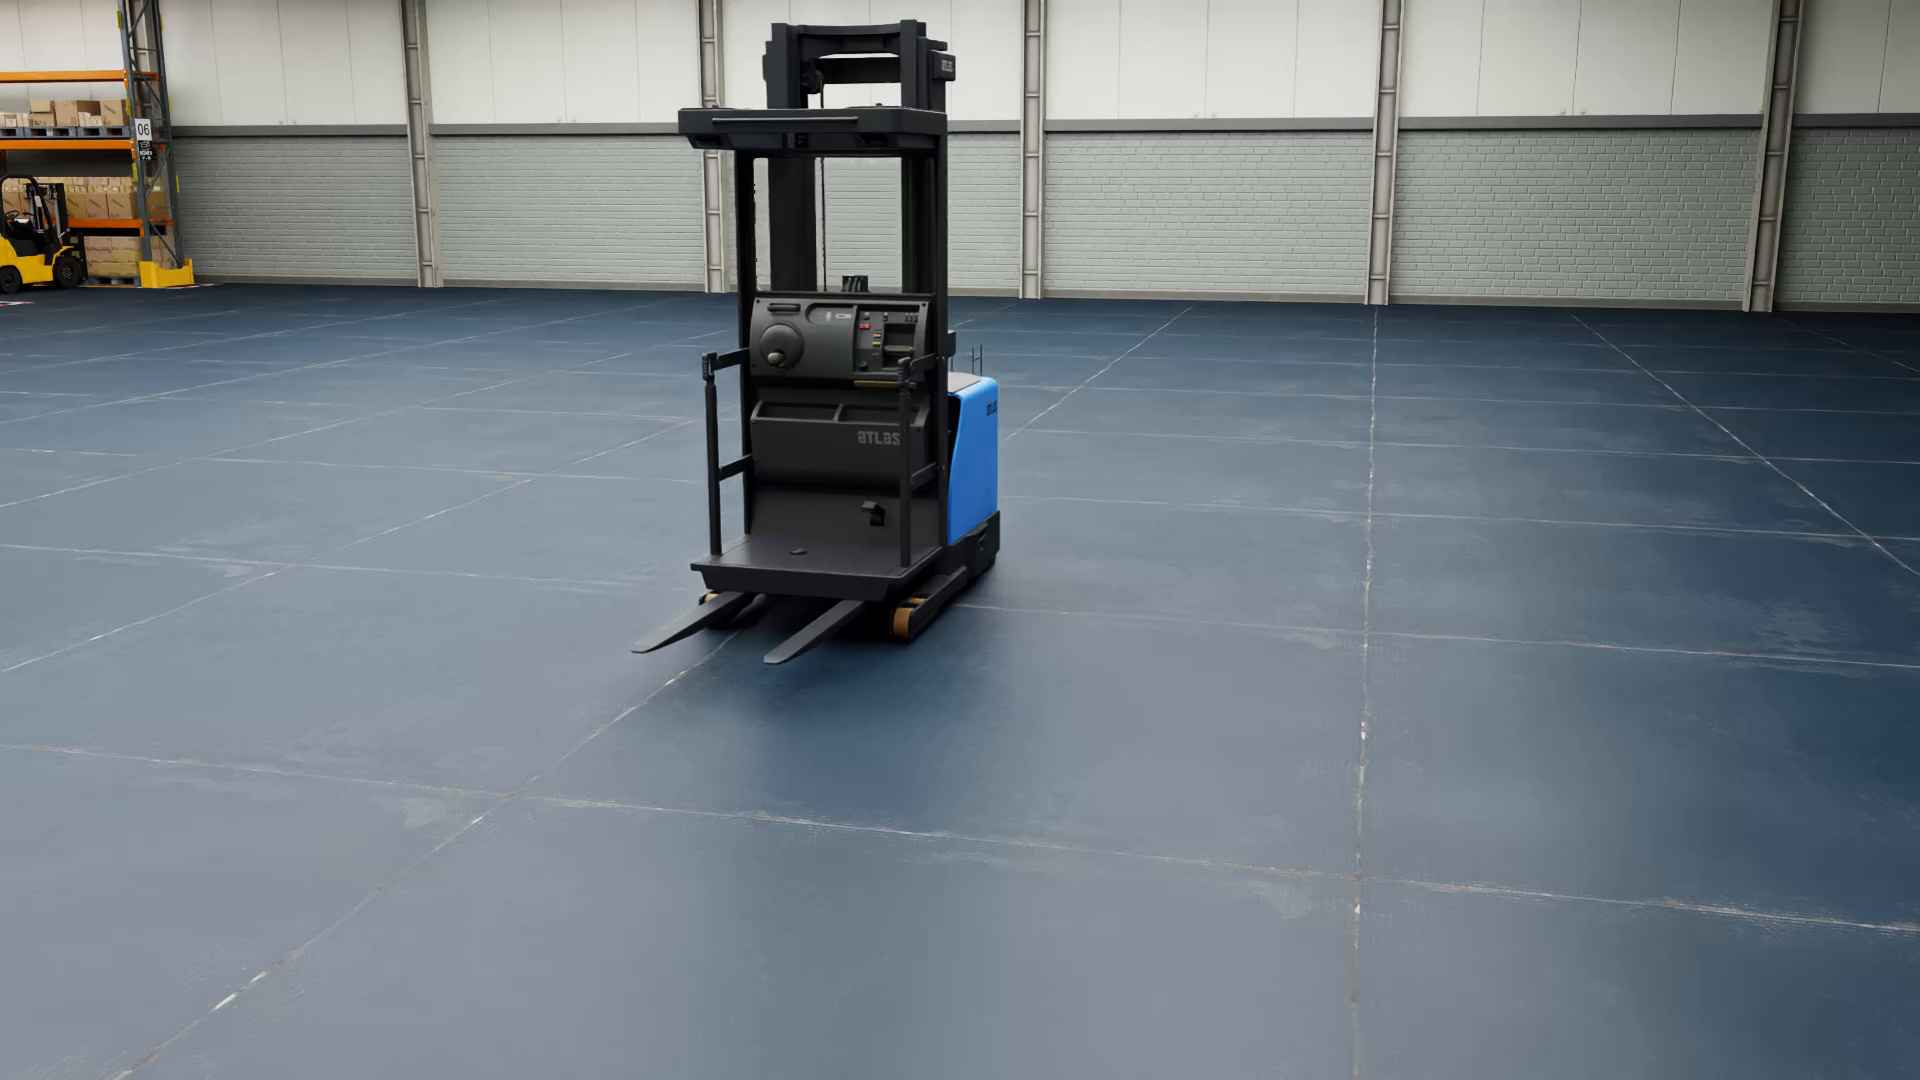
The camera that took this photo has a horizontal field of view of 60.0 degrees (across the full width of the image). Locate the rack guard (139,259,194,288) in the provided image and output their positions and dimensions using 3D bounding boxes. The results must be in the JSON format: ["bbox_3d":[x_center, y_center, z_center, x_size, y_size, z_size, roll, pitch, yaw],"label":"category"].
[{"bbox_3d":[-15.709,-5.293,32.936,0.348,0.500,1.175,3,13,14],"label":"rack guard"}]

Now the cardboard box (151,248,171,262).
[{"bbox_3d":[-16.139,-5.689,33.176,0.500,0.250,0.500,3,13,15],"label":"cardboard box"}]

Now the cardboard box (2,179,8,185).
[{"bbox_3d":[-18.853,-7.148,33.110,0.250,0.149,0.380,3,13,12],"label":"cardboard box"}]

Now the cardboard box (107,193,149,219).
[{"bbox_3d":[-16.273,-6.534,32.526,0.500,0.500,0.500,3,13,12],"label":"cardboard box"}]

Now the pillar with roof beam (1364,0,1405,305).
[{"bbox_3d":[6.077,-7.518,23.344,0.400,9.000,9.100,3,13,14],"label":"pillar with roof beam"}]

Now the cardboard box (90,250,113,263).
[{"bbox_3d":[-16.765,-5.609,32.814,0.500,0.250,0.500,3,13,13],"label":"cardboard box"}]

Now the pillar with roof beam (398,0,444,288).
[{"bbox_3d":[-11.399,-8.452,27.554,0.400,9.000,9.100,3,13,14],"label":"pillar with roof beam"}]

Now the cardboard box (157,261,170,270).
[{"bbox_3d":[-16.163,-5.444,33.223,0.500,0.250,0.500,3,13,14],"label":"cardboard box"}]

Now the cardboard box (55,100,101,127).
[{"bbox_3d":[-17.191,-8.327,32.485,0.500,0.500,0.700,3,13,14],"label":"cardboard box"}]

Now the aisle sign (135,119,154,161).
[{"bbox_3d":[-15.739,-7.718,32.095,0.004,0.787,0.394,3,13,14],"label":"aisle sign"}]

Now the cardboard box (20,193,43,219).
[{"bbox_3d":[-18.246,-6.643,33.021,0.500,0.500,0.500,3,13,13],"label":"cardboard box"}]

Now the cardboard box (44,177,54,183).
[{"bbox_3d":[-17.862,-7.094,32.869,0.250,0.149,0.380,3,13,14],"label":"cardboard box"}]

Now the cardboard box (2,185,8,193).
[{"bbox_3d":[-18.858,-6.995,33.108,0.250,0.149,0.380,3,13,13],"label":"cardboard box"}]

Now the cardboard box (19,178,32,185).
[{"bbox_3d":[-18.369,-7.105,32.918,0.250,0.149,0.380,3,13,13],"label":"cardboard box"}]

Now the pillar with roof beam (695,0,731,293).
[{"bbox_3d":[-5.574,-8.141,26.151,0.400,9.000,9.100,3,13,14],"label":"pillar with roof beam"}]

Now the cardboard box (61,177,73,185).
[{"bbox_3d":[-17.394,-7.045,32.645,0.250,0.149,0.380,3,13,15],"label":"cardboard box"}]

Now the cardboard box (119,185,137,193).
[{"bbox_3d":[-16.136,-6.839,32.405,0.250,0.149,0.380,3,13,14],"label":"cardboard box"}]

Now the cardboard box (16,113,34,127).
[{"bbox_3d":[-18.248,-8.234,32.604,0.258,0.266,0.396,3,13,12],"label":"cardboard box"}]

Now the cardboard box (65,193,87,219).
[{"bbox_3d":[-17.273,-6.589,32.776,0.500,0.500,0.500,3,13,12],"label":"cardboard box"}]

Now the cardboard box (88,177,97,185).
[{"bbox_3d":[-16.862,-7.042,32.634,0.250,0.149,0.380,3,13,14],"label":"cardboard box"}]

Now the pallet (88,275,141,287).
[{"bbox_3d":[-16.485,-5.184,33.112,1.213,0.211,1.003,3,13,14],"label":"pallet"}]

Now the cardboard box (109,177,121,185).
[{"bbox_3d":[-16.378,-7.006,32.469,0.250,0.149,0.380,3,13,14],"label":"cardboard box"}]

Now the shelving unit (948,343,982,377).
[{"bbox_3d":[0.014,-0.585,10.100,0.189,1.200,0.258,3,13,14],"label":"shelving unit"}]

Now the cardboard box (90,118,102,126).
[{"bbox_3d":[-16.610,-8.089,32.222,0.250,0.149,0.380,3,13,12],"label":"cardboard box"}]

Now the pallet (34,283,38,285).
[{"bbox_3d":[-18.854,-5.311,33.682,1.213,0.211,1.003,3,13,14],"label":"pallet"}]

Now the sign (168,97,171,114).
[{"bbox_3d":[-15.594,-8.561,32.767,0.005,0.325,0.100,3,13,14],"label":"sign"}]

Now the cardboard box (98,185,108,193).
[{"bbox_3d":[-16.629,-6.872,32.555,0.250,0.149,0.380,3,13,15],"label":"cardboard box"}]

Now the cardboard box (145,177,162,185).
[{"bbox_3d":[-16.008,-7.087,32.838,0.250,0.149,0.380,3,13,12],"label":"cardboard box"}]

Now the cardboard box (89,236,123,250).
[{"bbox_3d":[-16.752,-5.849,32.740,0.500,0.250,0.500,3,13,15],"label":"cardboard box"}]

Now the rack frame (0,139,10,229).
[{"bbox_3d":[-19.616,-6.722,33.606,0.127,3.000,1.000,3,13,14],"label":"rack frame"}]

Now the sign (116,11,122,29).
[{"bbox_3d":[-15.877,-9.824,31.400,0.005,0.325,0.100,3,13,14],"label":"sign"}]

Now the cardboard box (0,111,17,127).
[{"bbox_3d":[-18.867,-8.302,32.809,0.500,0.311,0.500,3,13,15],"label":"cardboard box"}]

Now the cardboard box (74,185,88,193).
[{"bbox_3d":[-17.137,-6.891,32.642,0.250,0.149,0.380,3,13,12],"label":"cardboard box"}]

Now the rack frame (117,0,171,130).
[{"bbox_3d":[-15.733,-9.443,32.021,0.127,3.000,1.000,3,13,14],"label":"rack frame"}]

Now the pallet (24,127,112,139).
[{"bbox_3d":[-17.601,-8.041,32.828,1.213,0.211,1.003,3,13,14],"label":"pallet"}]

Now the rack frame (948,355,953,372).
[{"bbox_3d":[-0.075,-0.590,10.122,0.006,1.200,0.240,3,13,14],"label":"rack frame"}]

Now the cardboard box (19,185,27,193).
[{"bbox_3d":[-18.382,-6.952,32.917,0.250,0.149,0.380,3,13,13],"label":"cardboard box"}]

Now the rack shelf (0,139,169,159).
[{"bbox_3d":[-17.674,-7.731,32.891,4.000,0.370,1.077,3,13,14],"label":"rack shelf"}]

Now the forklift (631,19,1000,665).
[{"bbox_3d":[-0.665,-1.036,8.136,1.130,2.935,3.031,4,13,16],"label":"forklift"}]

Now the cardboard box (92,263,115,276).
[{"bbox_3d":[-16.745,-5.363,32.859,0.500,0.250,0.500,3,13,14],"label":"cardboard box"}]

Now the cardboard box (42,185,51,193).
[{"bbox_3d":[-17.873,-6.931,32.821,0.250,0.149,0.380,3,13,12],"label":"cardboard box"}]
